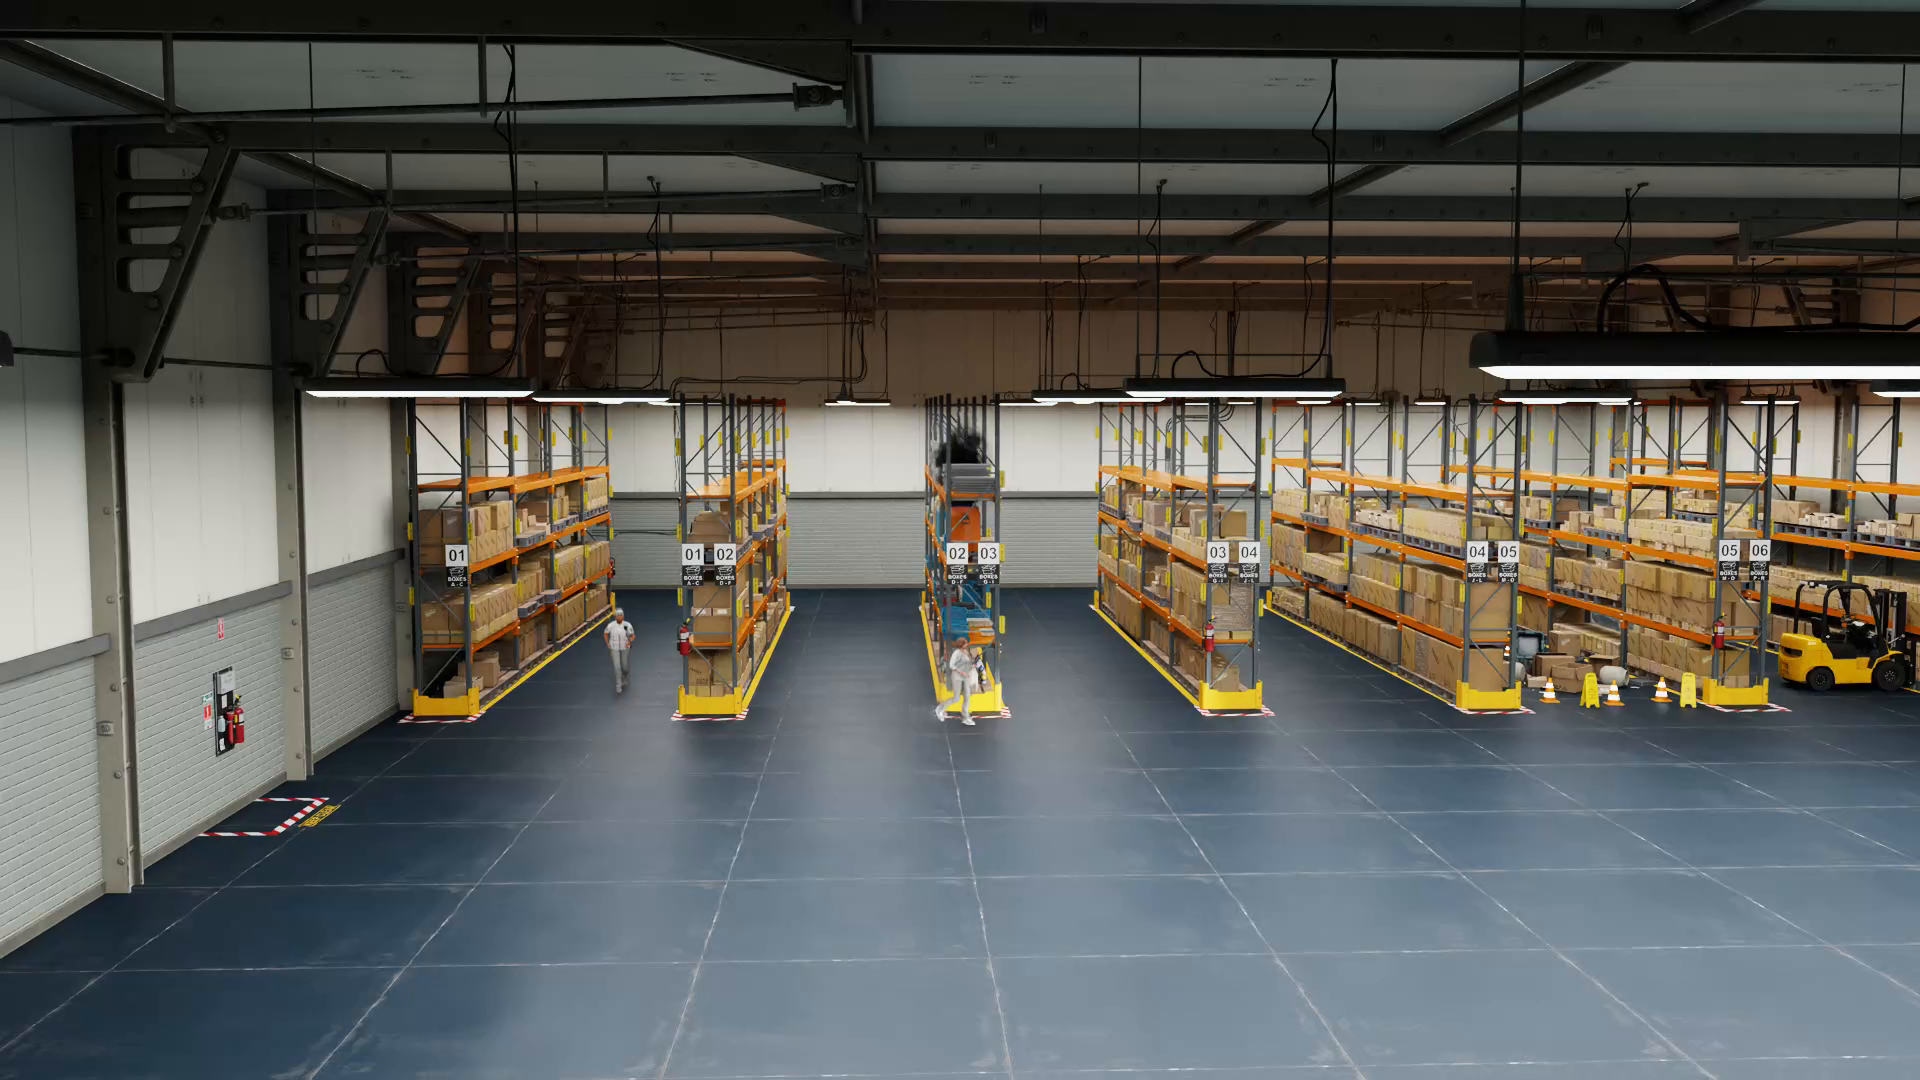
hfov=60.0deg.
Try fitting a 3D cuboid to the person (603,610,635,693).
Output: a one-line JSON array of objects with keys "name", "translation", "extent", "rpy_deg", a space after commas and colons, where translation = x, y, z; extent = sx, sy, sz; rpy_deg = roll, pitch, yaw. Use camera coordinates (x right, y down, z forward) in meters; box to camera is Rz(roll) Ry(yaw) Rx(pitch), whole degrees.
[{"name": "person", "translation": [-6.922, 2.232, 33.805], "extent": [0.630, 1.650, 0.725], "rpy_deg": [-1, 5, -14]}]

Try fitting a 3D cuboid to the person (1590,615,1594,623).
[{"name": "person", "translation": [16.108, 1.429, 42.753], "extent": [0.704, 1.762, 1.048], "rpy_deg": [0, 5, -3]}]

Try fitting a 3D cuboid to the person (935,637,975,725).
[{"name": "person", "translation": [-0.021, 2.543, 30.220], "extent": [0.791, 1.568, 0.607], "rpy_deg": [2, 5, 27]}]
